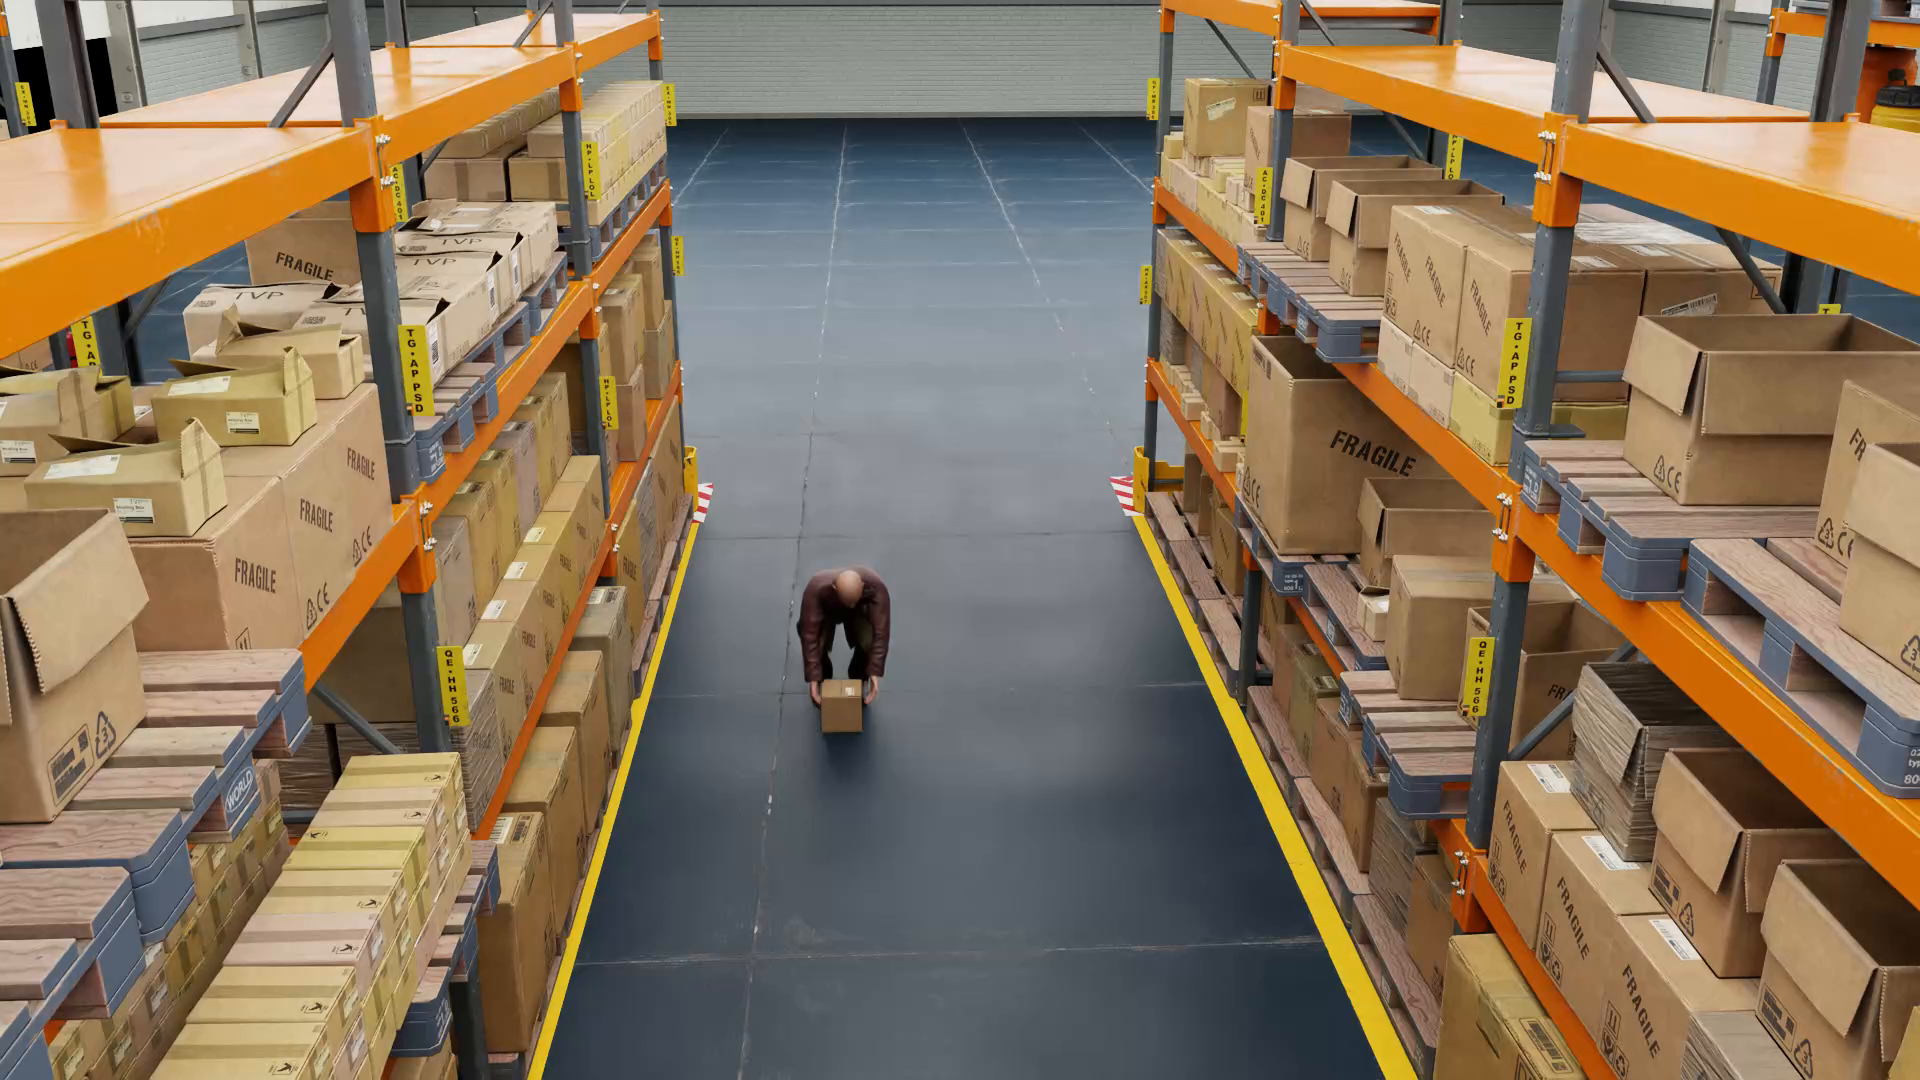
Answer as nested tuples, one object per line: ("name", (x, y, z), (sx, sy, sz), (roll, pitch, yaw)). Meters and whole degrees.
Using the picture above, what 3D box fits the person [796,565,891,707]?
("person", (-0.751, 0.557, 10.704), (0.610, 1.002, 0.900), (-1, 20, -3))
